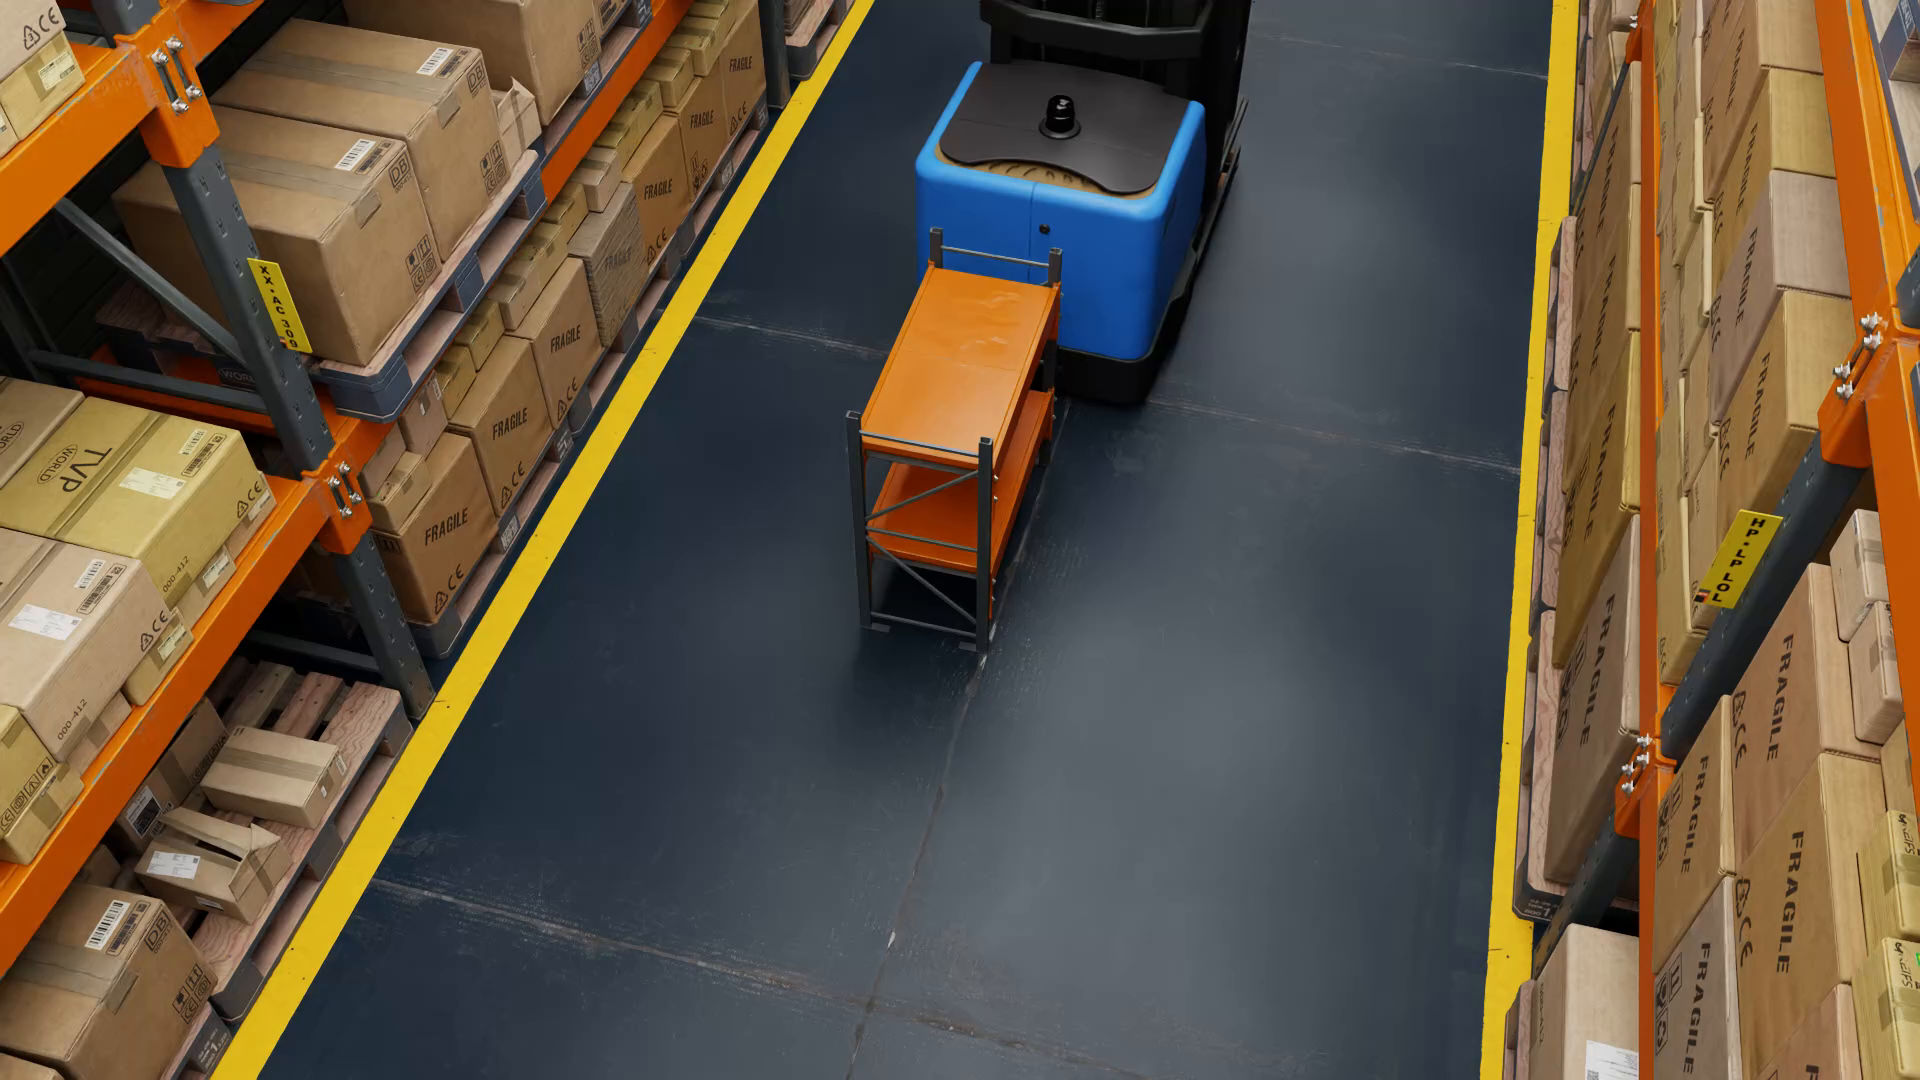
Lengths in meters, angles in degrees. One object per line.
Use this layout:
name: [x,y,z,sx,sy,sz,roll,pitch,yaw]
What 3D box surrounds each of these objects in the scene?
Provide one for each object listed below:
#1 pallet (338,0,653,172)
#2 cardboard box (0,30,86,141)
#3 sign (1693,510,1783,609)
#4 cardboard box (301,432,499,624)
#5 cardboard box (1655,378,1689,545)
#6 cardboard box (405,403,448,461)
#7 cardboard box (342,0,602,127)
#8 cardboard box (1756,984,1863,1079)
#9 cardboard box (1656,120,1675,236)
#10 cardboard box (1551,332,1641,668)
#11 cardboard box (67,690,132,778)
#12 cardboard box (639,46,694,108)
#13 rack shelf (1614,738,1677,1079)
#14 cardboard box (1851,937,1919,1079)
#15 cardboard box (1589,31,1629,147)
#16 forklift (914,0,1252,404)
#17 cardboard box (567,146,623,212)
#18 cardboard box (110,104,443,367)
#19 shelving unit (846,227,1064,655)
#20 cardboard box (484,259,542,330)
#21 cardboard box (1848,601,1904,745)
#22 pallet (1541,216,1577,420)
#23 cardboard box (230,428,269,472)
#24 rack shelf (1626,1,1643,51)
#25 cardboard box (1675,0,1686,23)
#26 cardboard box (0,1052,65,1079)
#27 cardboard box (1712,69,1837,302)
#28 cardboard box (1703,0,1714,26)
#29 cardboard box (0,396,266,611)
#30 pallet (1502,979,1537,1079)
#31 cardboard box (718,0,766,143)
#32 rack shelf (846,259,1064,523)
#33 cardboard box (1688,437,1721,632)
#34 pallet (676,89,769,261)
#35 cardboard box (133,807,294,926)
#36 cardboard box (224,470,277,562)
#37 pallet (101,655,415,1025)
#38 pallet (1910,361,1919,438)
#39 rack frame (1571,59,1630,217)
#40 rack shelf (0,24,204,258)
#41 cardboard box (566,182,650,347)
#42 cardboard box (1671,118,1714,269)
pallet: [-1.891,-1.893,6.467,1.003,0.211,1.213,12,50,10]
cardboard box: [-2.246,-1.062,3.772,0.380,0.149,0.250,11,50,10]
sign: [1.827,0.049,3.905,0.100,0.325,0.005,12,50,10]
cardboard box: [-2.092,-0.088,6.133,0.500,0.500,0.500,14,50,12]
cardboard box: [2.363,-0.187,4.933,0.500,0.250,0.500,11,49,10]
cardboard box: [-2.087,-0.420,5.993,0.380,0.149,0.250,10,49,9]
cardboard box: [-1.750,-1.891,5.990,0.700,0.500,0.500,11,50,10]
cardboard box: [1.709,1.171,2.901,0.500,0.500,0.500,12,50,11]
cardboard box: [2.773,-1.280,5.898,0.500,0.250,0.500,13,50,11]
cardboard box: [2.669,-0.049,5.848,0.875,0.875,0.875,13,50,11]
cardboard box: [-2.465,0.463,4.427,0.380,0.149,0.250,13,50,11]
cardboard box: [-1.423,-2.098,7.474,0.380,0.149,0.250,10,49,9]
rack shelf: [1.827,2.191,3.214,1.077,0.370,4.000,12,50,10]
cardboard box: [1.719,0.841,2.760,0.380,0.149,0.250,10,49,9]
cardboard box: [3.564,-2.063,7.962,0.950,0.372,0.625,9,49,7]
forklift: [0.745,-2.682,7.081,1.130,2.935,3.031,14,50,12]
cardboard box: [-1.645,-1.530,6.973,0.380,0.149,0.250,9,49,8]
cardboard box: [-2.093,-0.948,5.158,0.700,0.500,0.500,13,50,11]
shelving unit: [-0.002,-0.367,6.243,0.538,1.125,1.048,12,50,10]
cardboard box: [-1.870,-0.982,6.489,0.380,0.149,0.250,11,50,10]
cardboard box: [1.968,0.293,3.243,0.380,0.149,0.250,12,50,11]
pallet: [3.126,-0.909,7.330,1.003,0.211,1.213,12,50,10]
cardboard box: [-2.618,-0.320,5.905,0.380,0.149,0.250,10,49,9]
rack shelf: [3.932,-3.596,8.321,1.077,0.370,4.000,12,50,10]
cardboard box: [3.034,-2.185,6.363,0.500,0.250,0.500,11,50,10]
cardboard box: [-2.739,1.714,4.543,0.500,0.500,0.500,12,50,11]
cardboard box: [2.510,-0.969,4.790,0.500,0.500,0.500,13,50,11]
cardboard box: [2.919,-2.082,5.772,0.500,0.500,0.500,12,50,10]
cardboard box: [-2.335,-0.103,4.661,0.500,0.250,0.500,13,50,11]
pallet: [2.078,1.964,4.795,1.003,0.211,1.213,12,50,10]
cardboard box: [-1.288,-2.327,8.109,0.500,0.500,0.500,13,50,11]
rack shelf: [-0.002,-0.561,6.023,0.538,0.278,1.000,12,50,10]
cardboard box: [2.235,0.024,4.414,0.500,0.250,0.500,12,50,10]
pallet: [-1.617,-1.909,8.213,1.003,0.211,1.213,12,50,10]
cardboard box: [-2.394,1.014,5.316,0.396,0.266,0.258,13,50,11]
cardboard box: [-2.277,-0.107,4.930,0.380,0.149,0.250,12,50,11]
pallet: [-2.618,0.949,5.691,1.003,0.211,1.213,12,50,10]
pallet: [2.128,0.133,2.610,1.003,0.211,1.213,12,50,10]
rack frame: [3.406,-2.387,6.775,1.000,3.000,0.127,12,50,10]
rack shelf: [-2.963,0.221,2.952,1.077,0.370,4.000,12,50,10]
cardboard box: [-1.683,-1.209,7.122,0.500,0.500,0.500,10,49,9]
cardboard box: [2.608,-1.089,5.396,0.500,0.250,0.500,12,50,11]
